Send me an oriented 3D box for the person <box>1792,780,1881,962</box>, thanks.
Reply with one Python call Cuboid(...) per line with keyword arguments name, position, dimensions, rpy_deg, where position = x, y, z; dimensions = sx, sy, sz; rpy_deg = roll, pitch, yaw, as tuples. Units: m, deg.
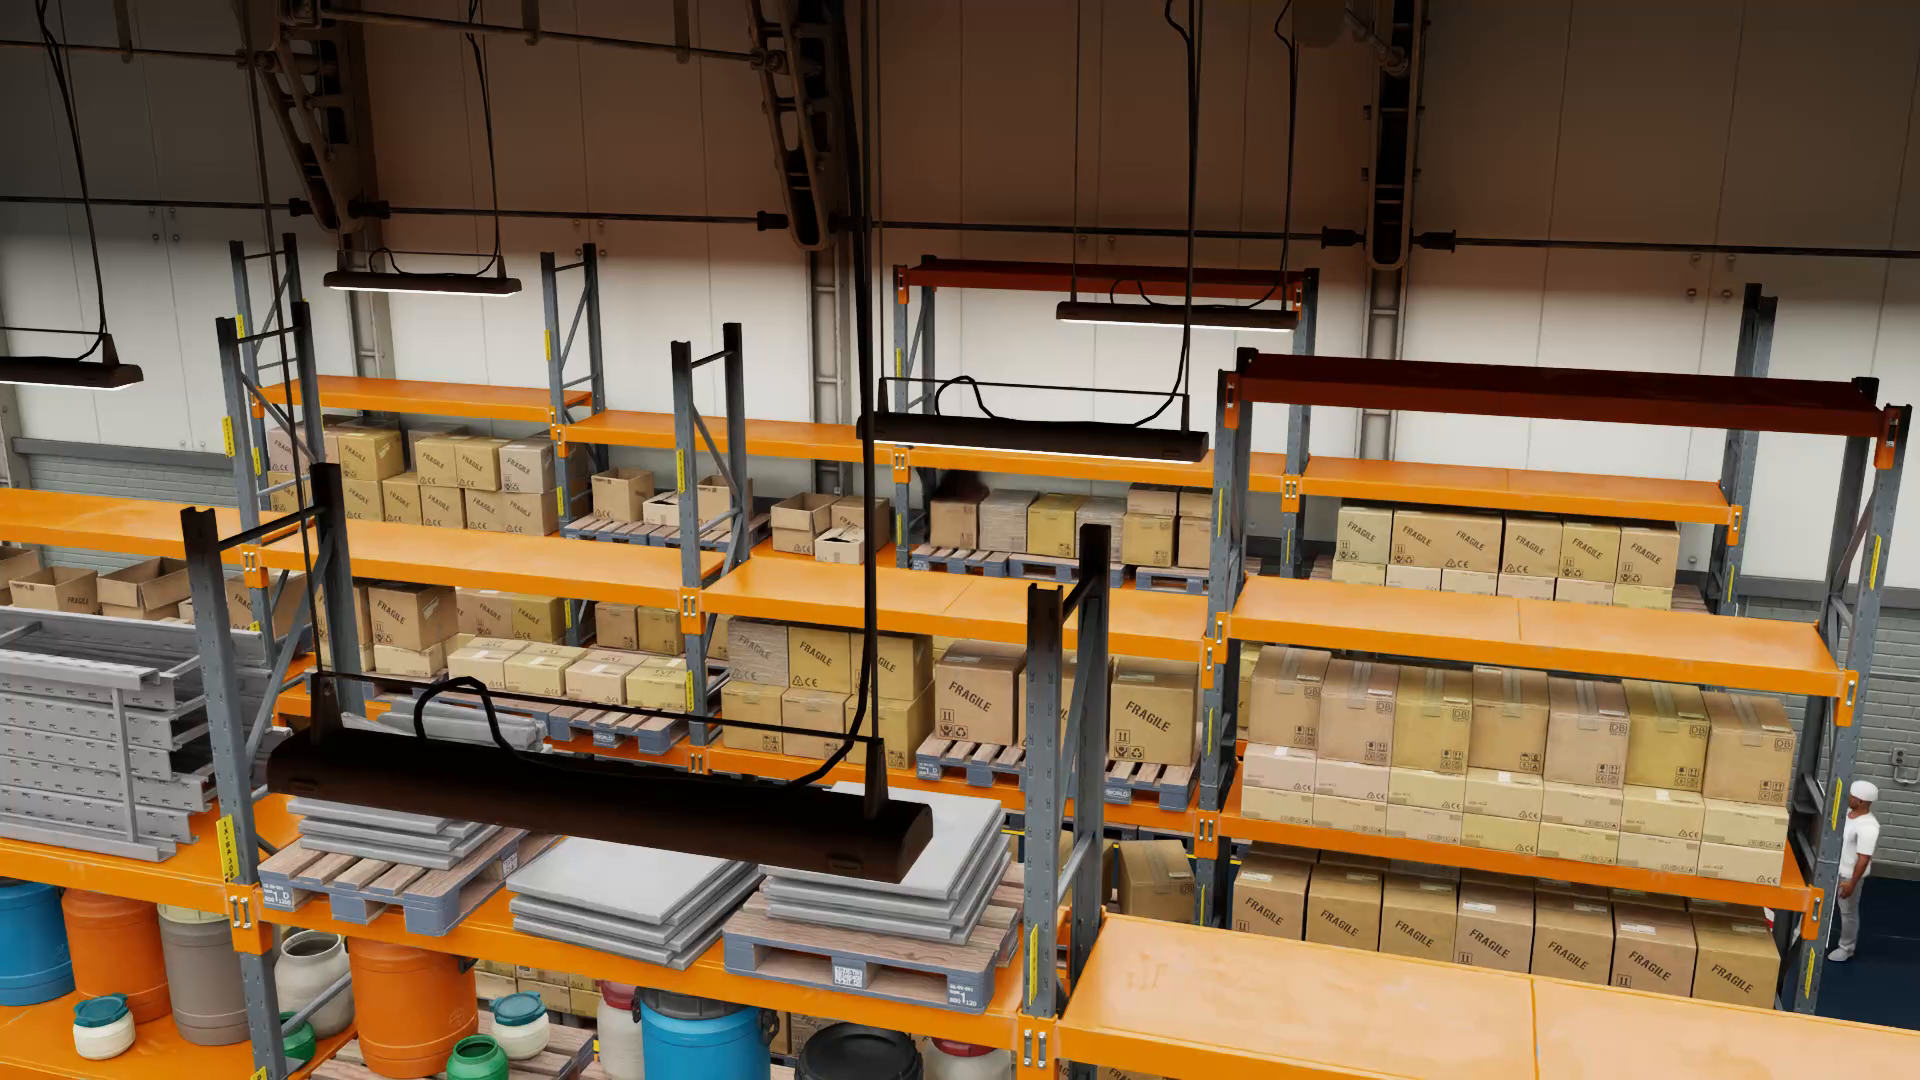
Cuboid(name="person", position=(7.976, 3.013, 15.160), dimensions=(0.662, 1.759, 0.613), rpy_deg=(-4, 17, -13))
